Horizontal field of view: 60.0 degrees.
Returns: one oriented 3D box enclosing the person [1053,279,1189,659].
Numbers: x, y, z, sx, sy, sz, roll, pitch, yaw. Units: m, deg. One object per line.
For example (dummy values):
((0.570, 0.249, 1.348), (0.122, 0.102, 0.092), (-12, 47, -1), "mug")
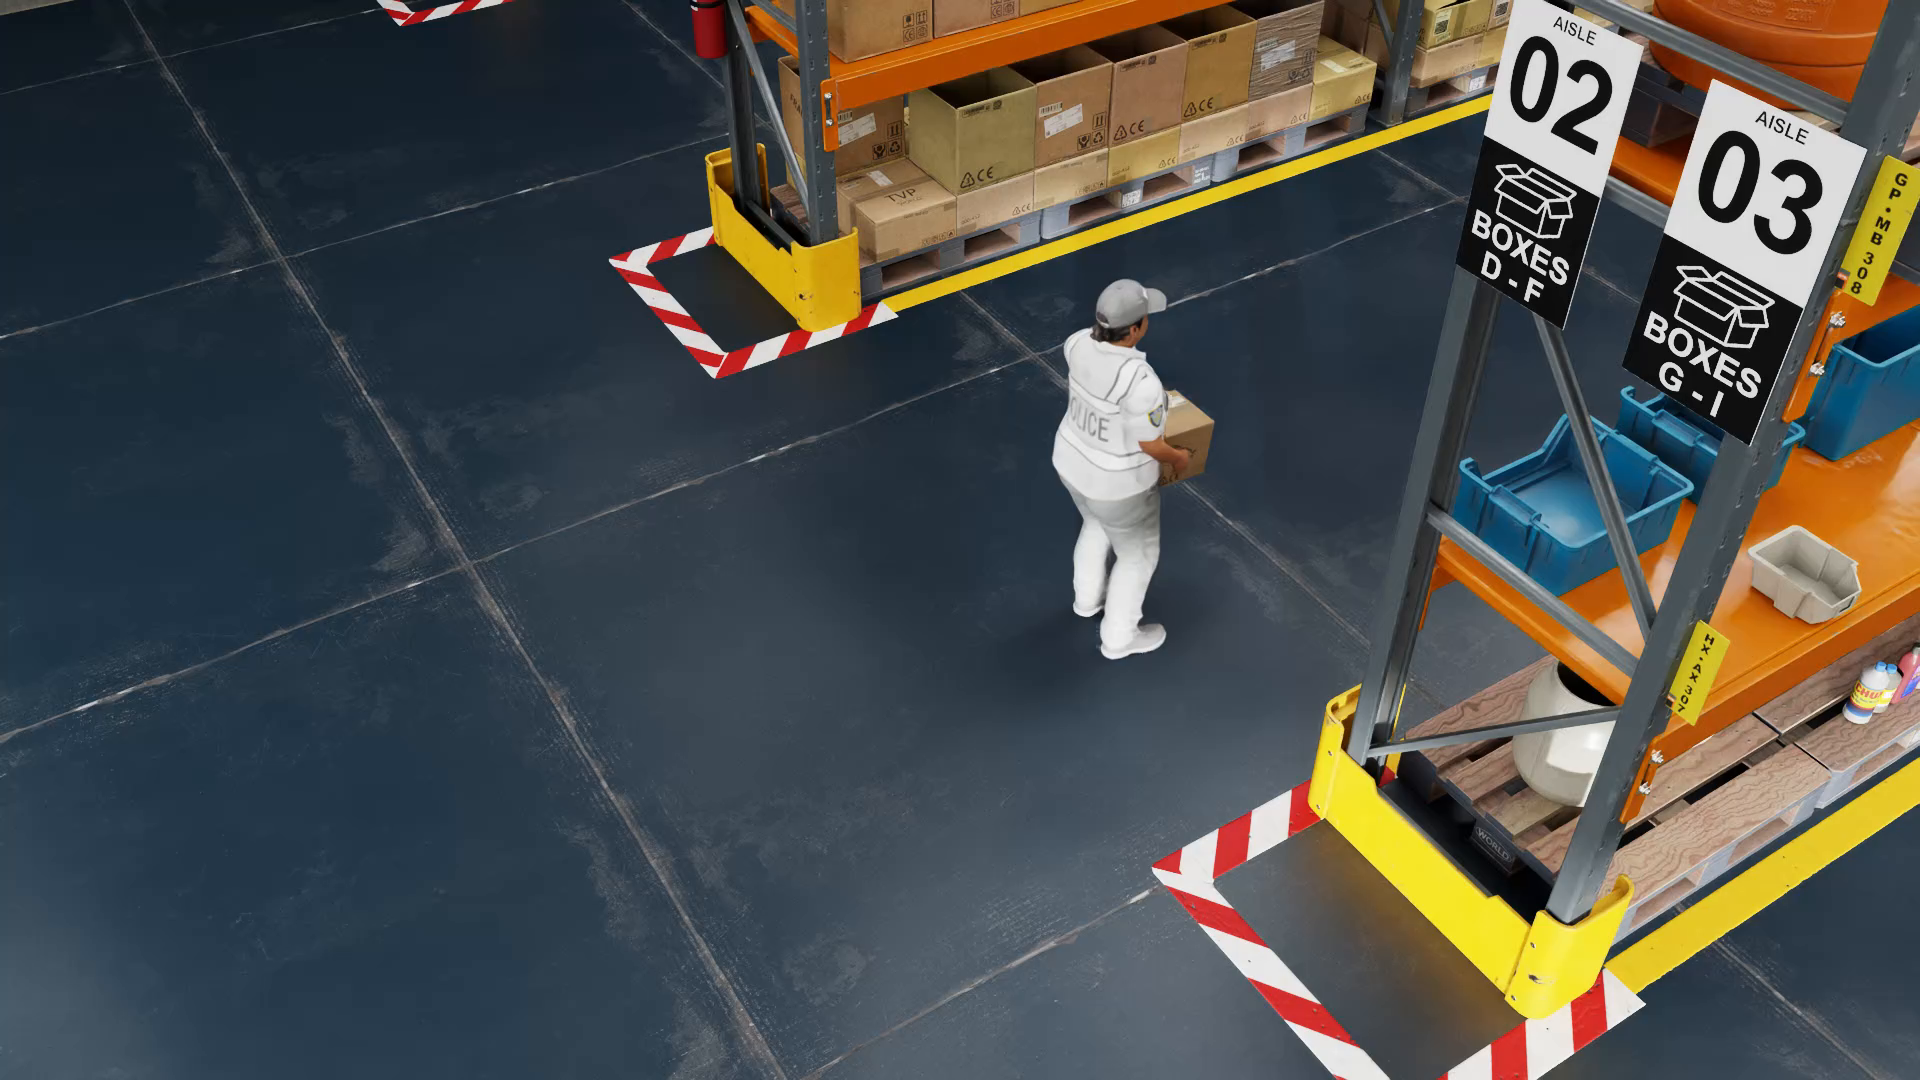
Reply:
((0.627, -0.289, 6.481), (0.490, 1.671, 0.493), (-23, 46, -24), "person")
